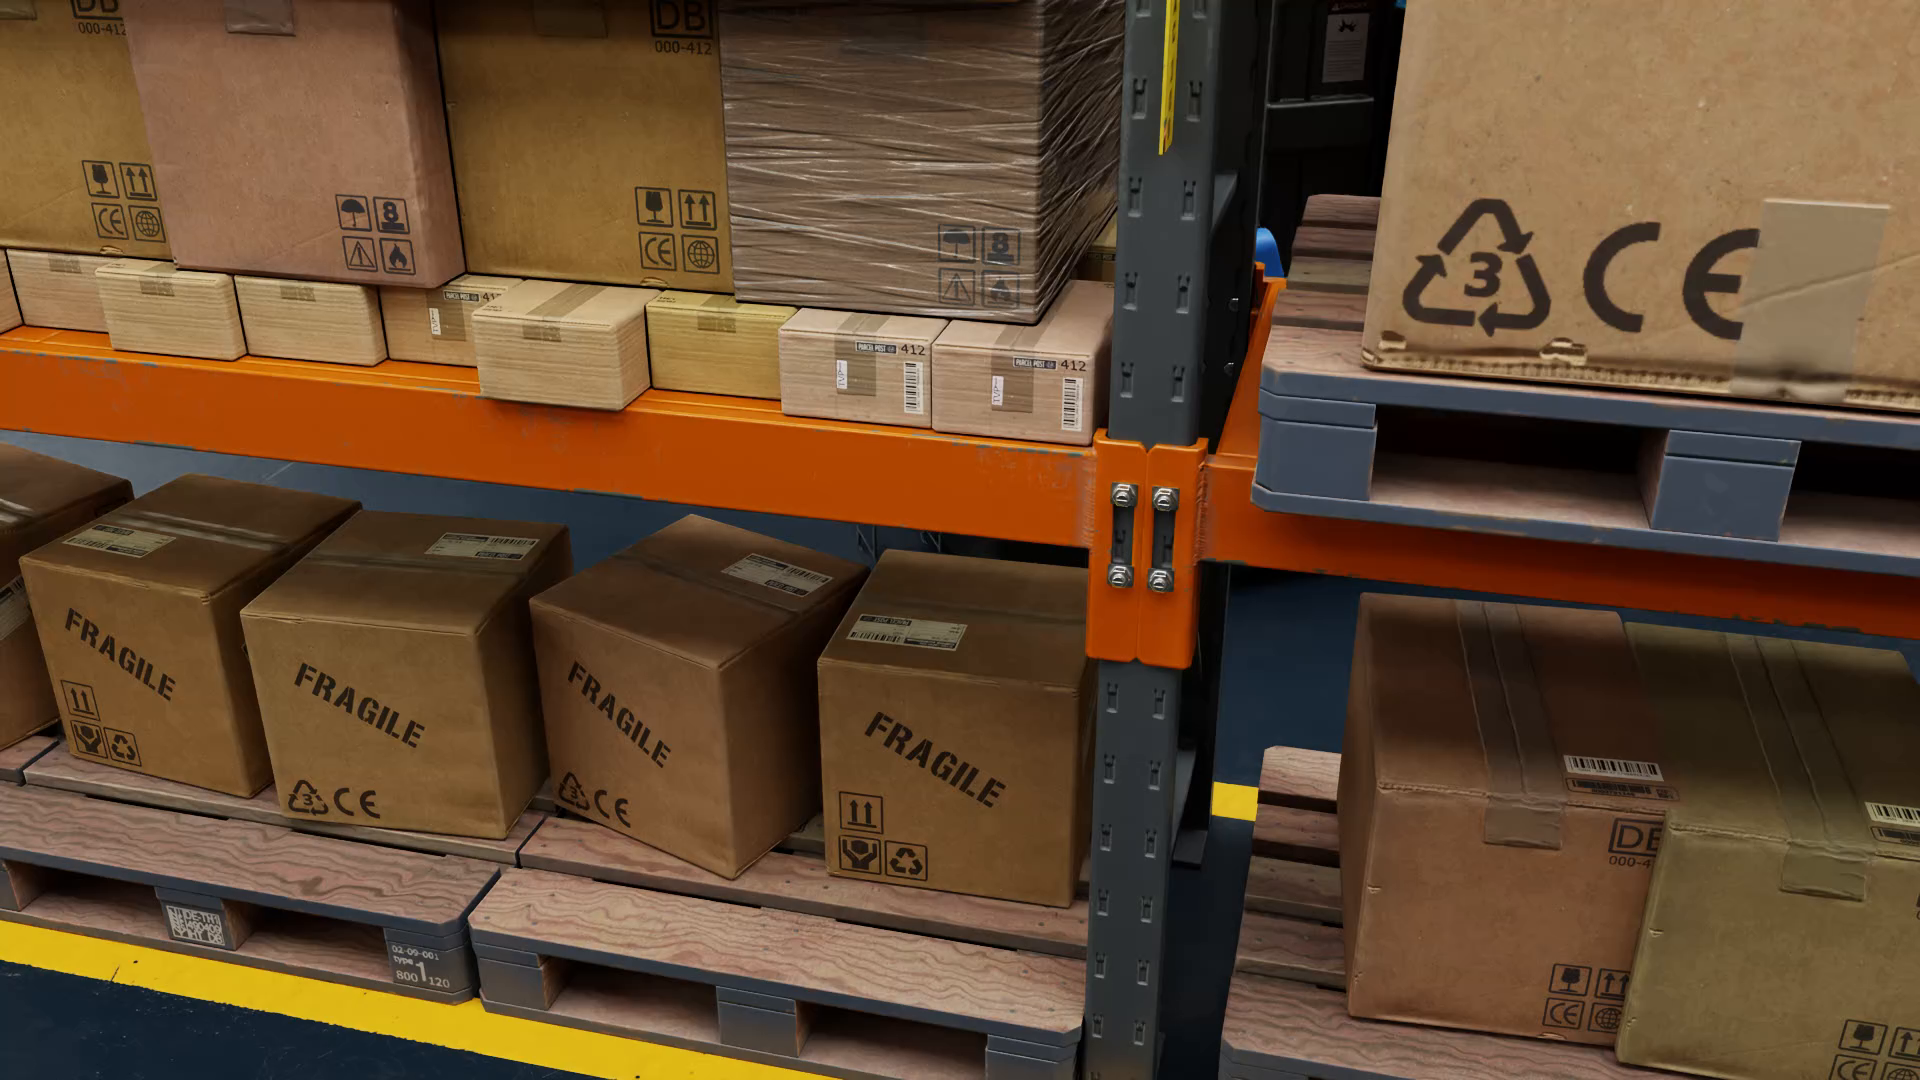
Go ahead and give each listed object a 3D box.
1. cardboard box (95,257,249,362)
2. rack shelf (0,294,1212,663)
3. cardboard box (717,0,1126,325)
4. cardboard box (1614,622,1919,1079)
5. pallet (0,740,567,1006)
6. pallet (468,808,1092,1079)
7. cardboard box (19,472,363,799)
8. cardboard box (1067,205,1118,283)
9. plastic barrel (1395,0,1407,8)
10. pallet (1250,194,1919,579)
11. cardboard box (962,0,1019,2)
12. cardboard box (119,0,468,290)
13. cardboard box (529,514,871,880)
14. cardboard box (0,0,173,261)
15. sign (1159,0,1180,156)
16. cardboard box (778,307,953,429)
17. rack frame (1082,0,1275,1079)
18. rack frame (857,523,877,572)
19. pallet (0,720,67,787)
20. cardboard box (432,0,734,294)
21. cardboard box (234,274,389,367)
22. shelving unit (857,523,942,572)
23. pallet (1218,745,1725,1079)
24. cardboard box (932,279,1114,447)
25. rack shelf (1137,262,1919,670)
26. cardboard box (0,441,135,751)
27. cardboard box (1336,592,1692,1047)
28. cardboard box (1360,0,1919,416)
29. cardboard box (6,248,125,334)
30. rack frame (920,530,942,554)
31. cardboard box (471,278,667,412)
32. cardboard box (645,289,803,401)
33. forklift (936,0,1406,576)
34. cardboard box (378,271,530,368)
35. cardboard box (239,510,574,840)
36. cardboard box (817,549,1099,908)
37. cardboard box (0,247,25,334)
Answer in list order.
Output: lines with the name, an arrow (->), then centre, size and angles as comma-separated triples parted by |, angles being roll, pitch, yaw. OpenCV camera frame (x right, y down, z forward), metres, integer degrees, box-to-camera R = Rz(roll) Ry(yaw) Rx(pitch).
cardboard box -> -1.325, -0.464, 3.028 | 0.250, 0.149, 0.380 | 6, 26, 13
rack shelf -> -1.532, -0.400, 3.437 | 4.000, 0.370, 1.077 | 6, 26, 13
cardboard box -> -0.015, -0.764, 2.902 | 0.500, 0.500, 0.875 | 6, 26, 13
cardboard box -> 1.452, 0.553, 2.994 | 0.500, 0.500, 0.700 | 6, 26, 13
pallet -> -1.439, 0.562, 3.824 | 1.213, 0.211, 1.003 | 6, 26, 13
pallet -> -0.254, 0.692, 3.552 | 1.213, 0.211, 1.003 | 6, 26, 13
cardboard box -> -1.679, 0.199, 3.762 | 0.500, 0.500, 0.500 | 9, 27, 18
cardboard box -> 0.272, -0.545, 3.198 | 0.250, 0.149, 0.380 | 6, 26, 13
plastic barrel -> 1.937, -2.631, 6.704 | 0.708, 0.901, 0.600 | 6, 26, 13
pallet -> 1.109, -0.281, 2.574 | 1.213, 0.211, 1.003 | 6, 26, 13
cardboard box -> -0.099, -1.075, 2.392 | 0.500, 0.500, 0.500 | 6, 26, 13
cardboard box -> -1.000, -0.843, 3.070 | 0.500, 0.500, 0.875 | 6, 26, 13
cardboard box -> -0.529, 0.311, 3.526 | 0.500, 0.500, 0.500 | 15, 30, 29
cardboard box -> -1.474, -0.914, 3.218 | 0.500, 0.500, 0.875 | 6, 26, 13
sign -> 0.277, -0.674, 2.170 | 0.005, 0.325, 0.100 | 6, 26, 13
cardboard box -> -0.116, -0.328, 2.742 | 0.250, 0.149, 0.380 | 6, 26, 13
rack frame -> 0.405, -0.510, 2.832 | 0.127, 3.000, 1.000 | 6, 26, 13
rack frame -> -0.285, -0.338, 4.913 | 0.006, 0.900, 0.240 | -7, 26, -15
pallet -> -2.617, 0.430, 4.101 | 1.213, 0.211, 1.003 | 6, 26, 13
cardboard box -> -0.491, -0.832, 3.045 | 0.500, 0.500, 0.875 | 6, 26, 13
cardboard box -> -1.075, -0.452, 3.002 | 0.250, 0.149, 0.380 | 6, 26, 13
shelving unit -> -0.187, -0.350, 4.939 | 0.210, 0.900, 0.258 | -7, 26, -15
pallet -> 1.160, 0.831, 3.258 | 1.213, 0.211, 1.003 | 6, 26, 13
cardboard box -> 0.124, -0.297, 2.678 | 0.250, 0.149, 0.380 | 6, 26, 13
rack shelf -> 2.342, 0.029, 2.537 | 4.000, 0.370, 1.077 | 6, 26, 13
cardboard box -> -2.281, 0.124, 3.919 | 0.500, 0.500, 0.500 | 14, 29, 26
cardboard box -> 0.994, 0.494, 3.118 | 0.500, 0.500, 0.700 | 4, 26, 9
cardboard box -> 1.140, -0.827, 2.312 | 1.000, 1.000, 1.000 | 6, 26, 13
cardboard box -> -1.548, -0.523, 3.151 | 0.250, 0.149, 0.380 | 6, 26, 13
rack frame -> -0.090, -0.363, 4.965 | 0.006, 0.900, 0.240 | -7, 26, -15
cardboard box -> -0.613, -0.360, 2.810 | 0.250, 0.149, 0.380 | 6, 26, 13
cardboard box -> -0.343, -0.380, 2.851 | 0.250, 0.149, 0.380 | 6, 26, 13
forklift -> 1.356, -1.497, 4.984 | 3.031, 2.935, 1.130 | -9, 27, -18
cardboard box -> -0.822, -0.442, 2.981 | 0.250, 0.149, 0.380 | 6, 26, 13
cardboard box -> -1.150, 0.277, 3.597 | 0.500, 0.500, 0.500 | 4, 26, 8
cardboard box -> 0.028, 0.369, 3.404 | 0.500, 0.500, 0.500 | 6, 26, 11
cardboard box -> -1.824, -0.494, 3.091 | 0.250, 0.149, 0.380 | 6, 26, 13
